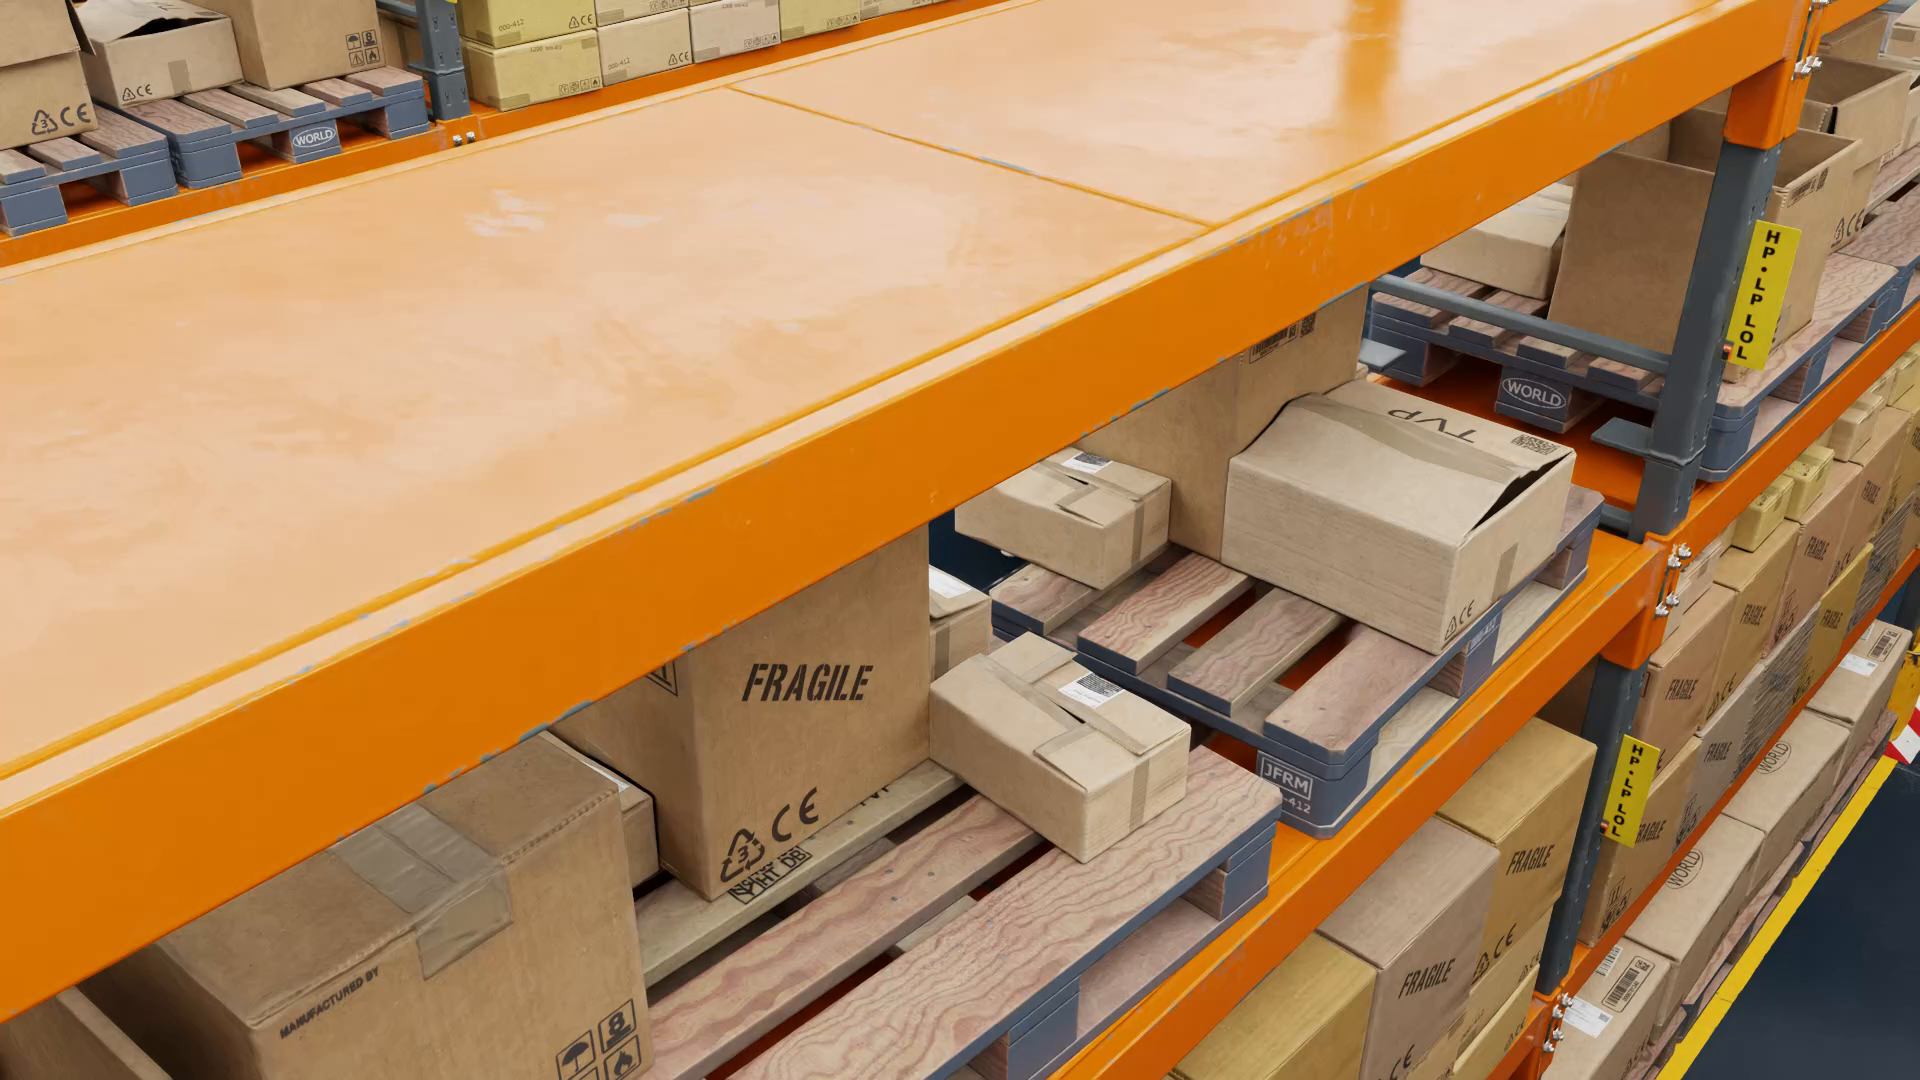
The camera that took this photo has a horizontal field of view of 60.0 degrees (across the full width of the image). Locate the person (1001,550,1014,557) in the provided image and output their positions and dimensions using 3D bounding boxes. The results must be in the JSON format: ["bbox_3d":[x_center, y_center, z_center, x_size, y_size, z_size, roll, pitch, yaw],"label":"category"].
[{"bbox_3d":[0.557,-0.346,9.156,0.587,0.862,0.953,22,38,33],"label":"person"}]
